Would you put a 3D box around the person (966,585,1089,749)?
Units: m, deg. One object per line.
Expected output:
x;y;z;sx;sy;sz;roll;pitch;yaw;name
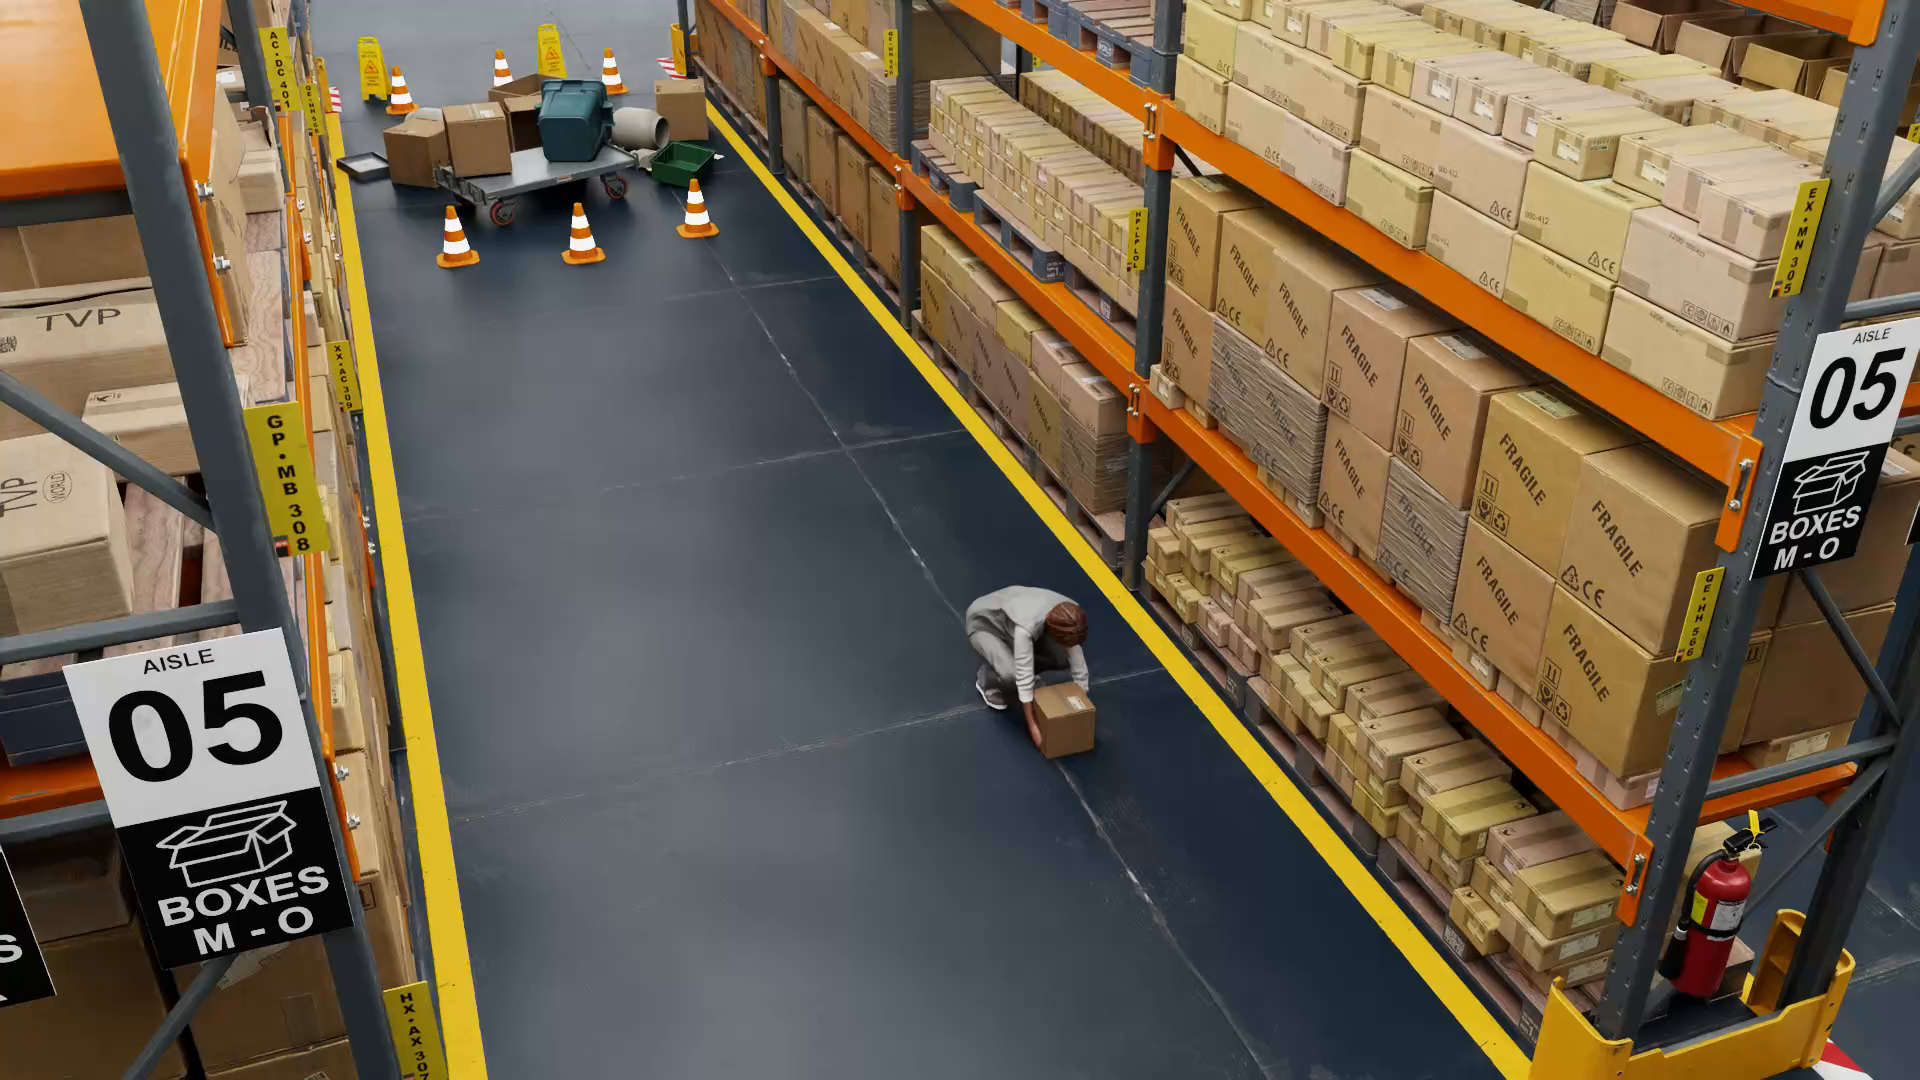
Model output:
0.337;0.533;8.294;0.435;0.764;0.815;-15;34;-25;person
